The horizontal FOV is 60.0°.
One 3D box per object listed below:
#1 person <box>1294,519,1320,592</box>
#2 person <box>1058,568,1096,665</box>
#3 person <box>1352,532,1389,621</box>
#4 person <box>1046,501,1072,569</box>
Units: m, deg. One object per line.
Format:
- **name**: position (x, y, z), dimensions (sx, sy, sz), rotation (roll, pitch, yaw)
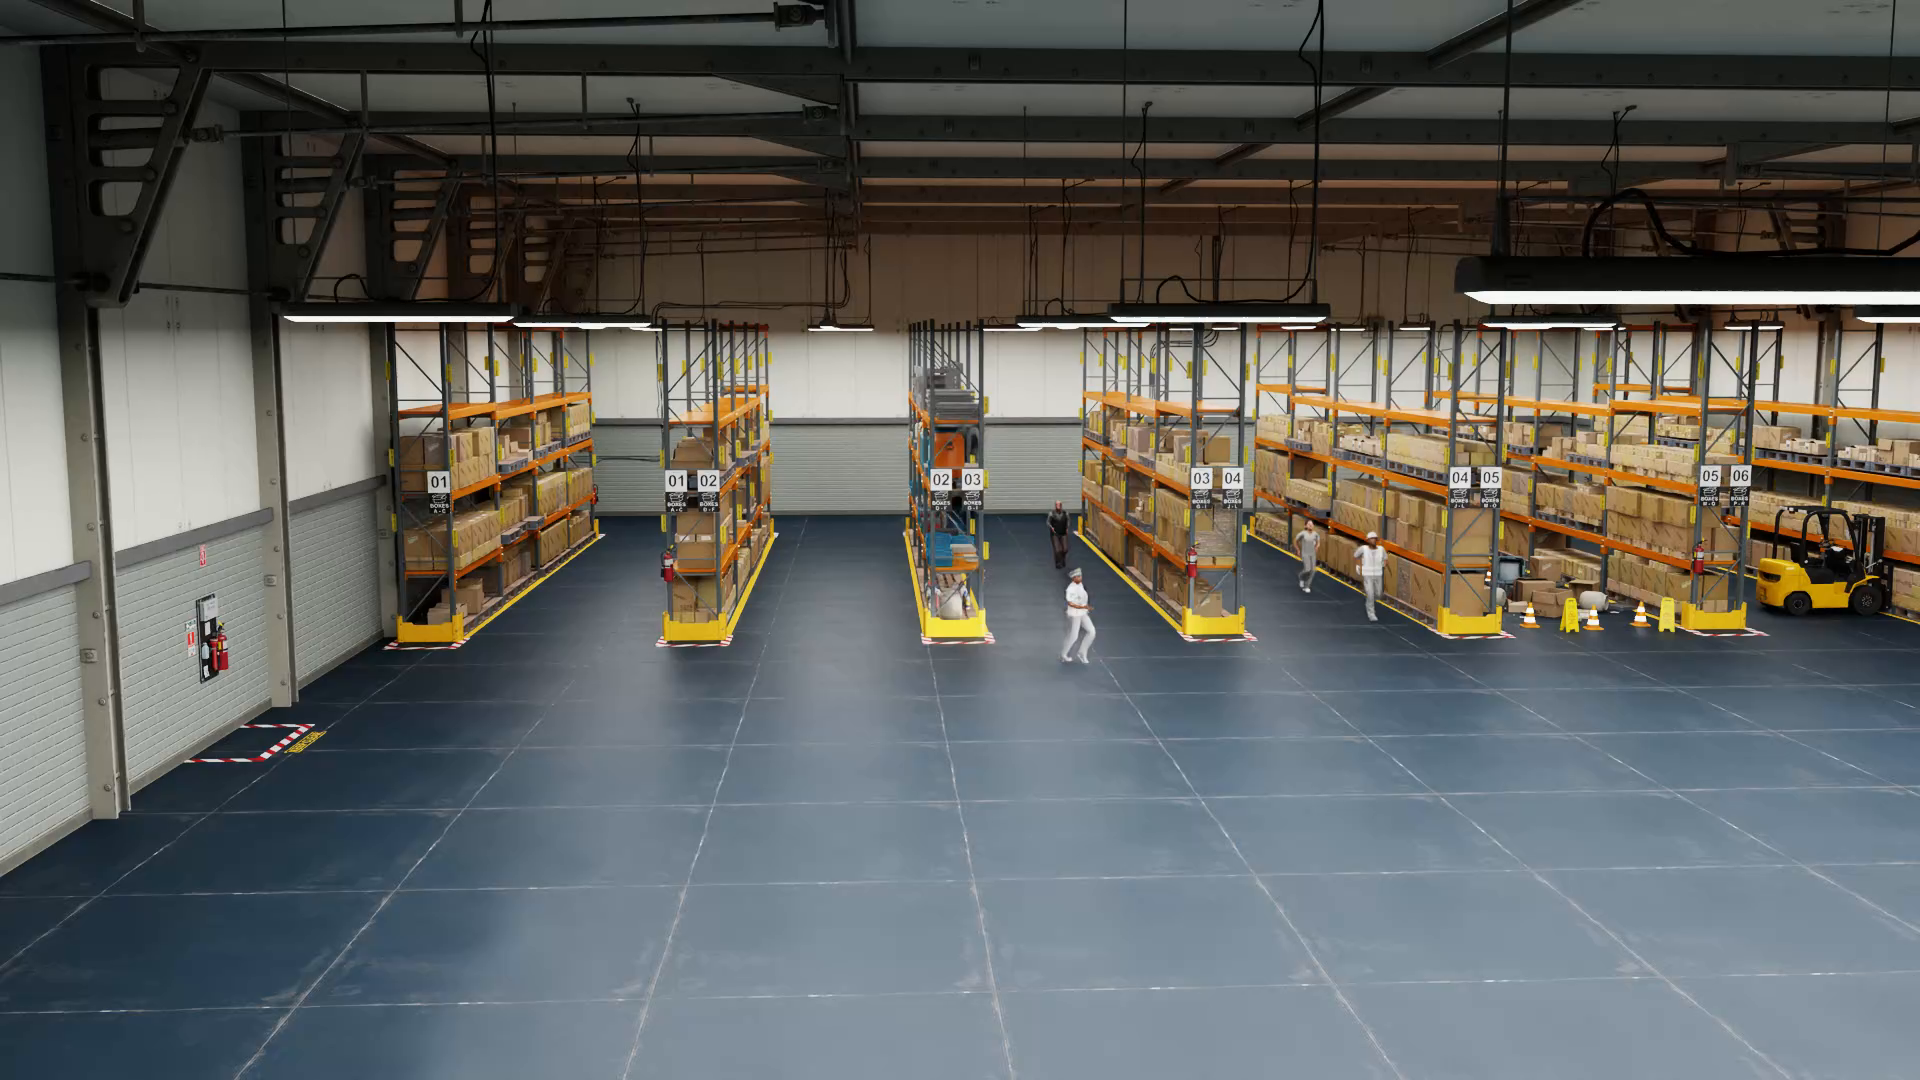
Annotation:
- **person**: position (7.755, 0.352, 36.985), dimensions (0.566, 1.630, 0.557), rotation (-1, 7, -10)
- **person**: position (2.038, 1.333, 28.948), dimensions (0.695, 1.724, 0.579), rotation (5, 9, 36)
- **person**: position (8.277, 0.715, 33.451), dimensions (0.696, 1.763, 0.941), rotation (-1, 7, -4)
- **person**: position (2.423, -0.113, 40.474), dimensions (0.635, 1.673, 0.564), rotation (-1, 7, -4)
